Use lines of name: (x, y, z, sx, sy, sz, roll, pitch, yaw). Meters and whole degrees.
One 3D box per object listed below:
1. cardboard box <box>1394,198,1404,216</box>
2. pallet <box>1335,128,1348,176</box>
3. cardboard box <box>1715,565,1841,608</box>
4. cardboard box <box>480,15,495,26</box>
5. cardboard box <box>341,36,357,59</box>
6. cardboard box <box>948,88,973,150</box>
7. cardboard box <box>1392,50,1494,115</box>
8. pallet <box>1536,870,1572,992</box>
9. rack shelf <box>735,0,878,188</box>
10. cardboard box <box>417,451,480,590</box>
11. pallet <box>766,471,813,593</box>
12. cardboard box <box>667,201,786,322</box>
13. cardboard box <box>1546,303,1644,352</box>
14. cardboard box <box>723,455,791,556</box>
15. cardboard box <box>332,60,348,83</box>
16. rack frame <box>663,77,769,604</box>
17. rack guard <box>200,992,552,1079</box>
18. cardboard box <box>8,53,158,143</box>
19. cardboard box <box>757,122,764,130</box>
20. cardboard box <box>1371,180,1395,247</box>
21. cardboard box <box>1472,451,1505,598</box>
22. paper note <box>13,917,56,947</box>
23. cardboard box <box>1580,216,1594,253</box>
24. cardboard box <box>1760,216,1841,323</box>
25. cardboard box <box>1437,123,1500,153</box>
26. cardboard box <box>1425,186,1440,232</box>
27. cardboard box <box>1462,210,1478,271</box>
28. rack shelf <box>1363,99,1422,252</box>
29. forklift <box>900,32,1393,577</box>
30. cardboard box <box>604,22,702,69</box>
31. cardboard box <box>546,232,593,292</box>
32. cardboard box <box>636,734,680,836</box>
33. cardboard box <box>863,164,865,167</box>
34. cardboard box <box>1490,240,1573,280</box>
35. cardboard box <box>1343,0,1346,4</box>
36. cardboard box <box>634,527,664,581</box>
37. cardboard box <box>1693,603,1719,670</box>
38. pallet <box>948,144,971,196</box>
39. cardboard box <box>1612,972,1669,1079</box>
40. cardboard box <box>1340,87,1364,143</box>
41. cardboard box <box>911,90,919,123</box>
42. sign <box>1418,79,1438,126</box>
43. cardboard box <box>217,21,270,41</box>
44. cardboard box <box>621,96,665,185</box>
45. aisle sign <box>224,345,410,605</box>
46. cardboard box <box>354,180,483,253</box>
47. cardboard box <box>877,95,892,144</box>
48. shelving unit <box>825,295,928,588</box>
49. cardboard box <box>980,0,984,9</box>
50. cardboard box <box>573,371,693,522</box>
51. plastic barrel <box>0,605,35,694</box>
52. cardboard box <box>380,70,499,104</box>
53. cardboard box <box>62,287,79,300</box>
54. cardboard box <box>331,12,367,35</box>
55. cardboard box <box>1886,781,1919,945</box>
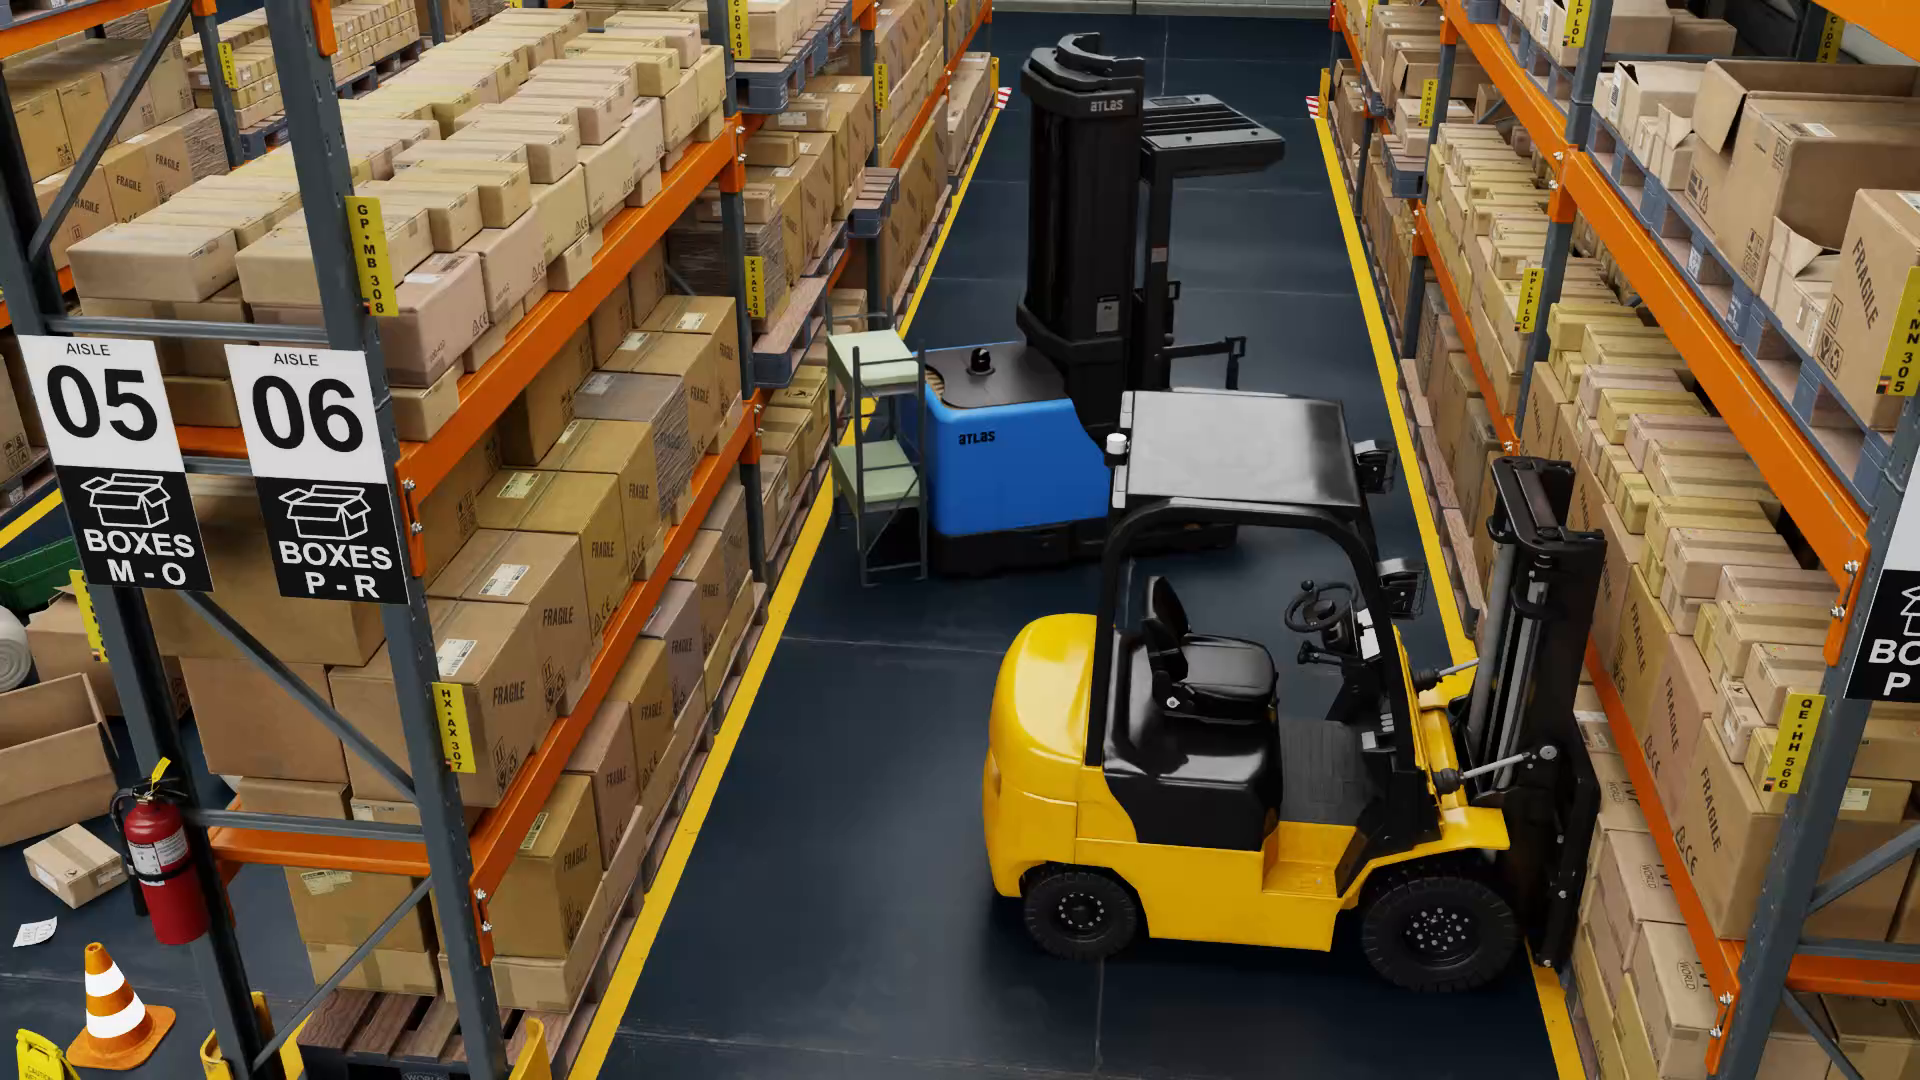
cardboard box: (3.813, -2.791, 13.778, 0.380, 0.149, 0.250, 2, 28, 4)
pallet: (4.536, -4.106, 17.649, 1.003, 0.211, 1.213, 3, 28, 6)
cardboard box: (2.777, 0.217, 5.581, 0.380, 0.149, 0.250, 4, 29, 7)
cardboard box: (-5.115, -5.462, 17.491, 0.380, 0.149, 0.250, 4, 29, 7)
cardboard box: (-5.559, -4.347, 14.665, 0.380, 0.149, 0.250, 3, 29, 6)
cardboard box: (-0.331, -4.489, 17.678, 0.875, 0.438, 0.875, 3, 28, 5)
cardboard box: (3.830, -3.561, 13.146, 0.797, 0.503, 0.637, 3, 28, 5)
pallet: (3.037, 1.507, 7.231, 1.003, 0.211, 1.213, 3, 28, 6)
rack shelf: (-1.358, -2.901, 10.068, 1.077, 0.370, 4.000, 3, 28, 6)
cardboard box: (-2.178, -0.179, 5.946, 0.700, 0.500, 0.500, 4, 29, 7)
pallet: (-1.510, -0.094, 10.203, 1.003, 0.211, 1.213, 3, 28, 6)
cardboard box: (-1.261, -1.519, 9.046, 0.500, 0.500, 0.500, 4, 29, 7)
cardboard box: (2.990, -0.997, 7.834, 0.380, 0.149, 0.250, 4, 29, 7)
cardboard box: (-1.542, -0.231, 9.843, 0.950, 0.372, 0.625, 4, 29, 7)
cardboard box: (-5.590, -4.098, 14.517, 0.380, 0.149, 0.250, 2, 28, 5)
rack frame: (-1.603, -0.956, 8.861, 1.000, 3.000, 0.127, 3, 28, 6)
rack guard: (-2.084, 1.992, 6.025, 1.175, 0.500, 0.348, 3, 28, 6)
cardboard box: (-6.164, -3.114, 11.708, 0.700, 0.500, 0.500, 3, 28, 5)
cardboard box: (-1.513, -2.504, 10.873, 0.500, 0.500, 0.500, 4, 29, 7)
cardboard box: (3.900, -2.818, 14.512, 0.500, 0.500, 0.500, 3, 28, 5)
cardboard box: (3.376, -0.054, 9.250, 0.875, 0.625, 0.625, 5, 29, 8)
paper note: (-3.953, 1.674, 7.111, 0.148, 0.019, 0.142, -6, 29, -11)
cardboard box: (3.788, -1.748, 9.543, 0.380, 0.149, 0.250, 3, 28, 6)
cardboard box: (2.664, -0.803, 5.009, 0.396, 0.266, 0.258, 3, 29, 6)
cardboard box: (3.482, -2.748, 11.399, 0.380, 0.149, 0.250, 4, 29, 8)
cardboard box: (3.516, -2.291, 11.498, 0.500, 0.250, 0.500, 3, 29, 6)
cardboard box: (3.334, -1.788, 10.038, 0.500, 0.250, 0.500, 4, 29, 7)
rack shelf: (4.058, -3.176, 13.742, 1.077, 0.370, 4.000, 3, 28, 6)
forklift: (1.195, -1.454, 9.859, 3.031, 2.935, 1.130, -8, 29, -14)
cardboard box: (-1.381, -2.228, 7.484, 0.380, 0.149, 0.250, 3, 28, 5)
cardboard box: (-1.576, -1.028, 6.098, 0.380, 0.149, 0.250, 4, 29, 7)
cardboard box: (-1.596, 1.092, 7.517, 0.500, 0.250, 0.500, 5, 29, 10)
cardboard box: (-0.881, -2.614, 11.762, 0.380, 0.149, 0.250, 4, 29, 7)
cardboard box: (3.141, -1.538, 9.153, 0.380, 0.149, 0.250, 2, 28, 5)
cardboard box: (4.409, -5.947, 17.971, 0.500, 0.250, 0.500, 4, 29, 7)
cardboard box: (-1.518, 0.044, 7.270, 0.380, 0.149, 0.250, 4, 29, 7)
cardboard box: (2.734, 0.348, 5.651, 0.380, 0.149, 0.250, 3, 28, 6)
pallet: (-0.452, -3.847, 17.168, 1.003, 0.211, 1.213, 3, 28, 6)
cardboard box: (2.583, 1.772, 5.727, 0.500, 0.250, 0.500, 3, 28, 6)
cardboard box: (4.317, -4.476, 17.589, 0.500, 0.500, 0.500, 4, 29, 7)
cardboard box: (-0.631, -3.710, 14.132, 0.500, 0.250, 0.500, 3, 28, 6)
sign: (3.274, -3.054, 11.618, 0.100, 0.325, 0.005, 3, 28, 6)
cardboard box: (-6.240, -4.403, 14.455, 0.380, 0.149, 0.250, 4, 29, 8)
cardboard box: (-1.528, -1.640, 6.814, 0.500, 0.250, 0.500, 3, 28, 5)
aisle sign: (-1.794, -0.170, 4.662, 0.394, 0.787, 0.004, 3, 28, 6)
cardboard box: (-1.741, -1.023, 5.247, 0.380, 0.149, 0.250, 3, 28, 6)
cardboard box: (-0.806, -3.217, 12.689, 0.500, 0.250, 0.500, 3, 28, 6)
shelving unit: (-0.488, -0.578, 9.742, 0.431, 1.500, 0.755, -8, 29, -14)
cardboard box: (-0.006, -6.170, 18.435, 0.500, 0.500, 0.500, 3, 28, 5)
cardboard box: (-1.526, -0.420, 7.447, 0.500, 0.500, 0.500, 4, 29, 8)
plastic barrel: (-5.145, 0.562, 8.761, 0.421, 0.421, 0.512, -24, 36, -37)
cardboard box: (-2.071, -1.771, 6.636, 0.380, 0.149, 0.250, 3, 28, 5)
cardboard box: (-6.306, -1.580, 11.949, 1.050, 0.750, 0.750, 4, 29, 7)
cardboard box: (-5.535, -4.610, 14.839, 0.380, 0.149, 0.250, 2, 28, 5)
cardboard box: (3.169, 0.953, 5.213, 0.500, 0.500, 0.500, 4, 29, 8)
